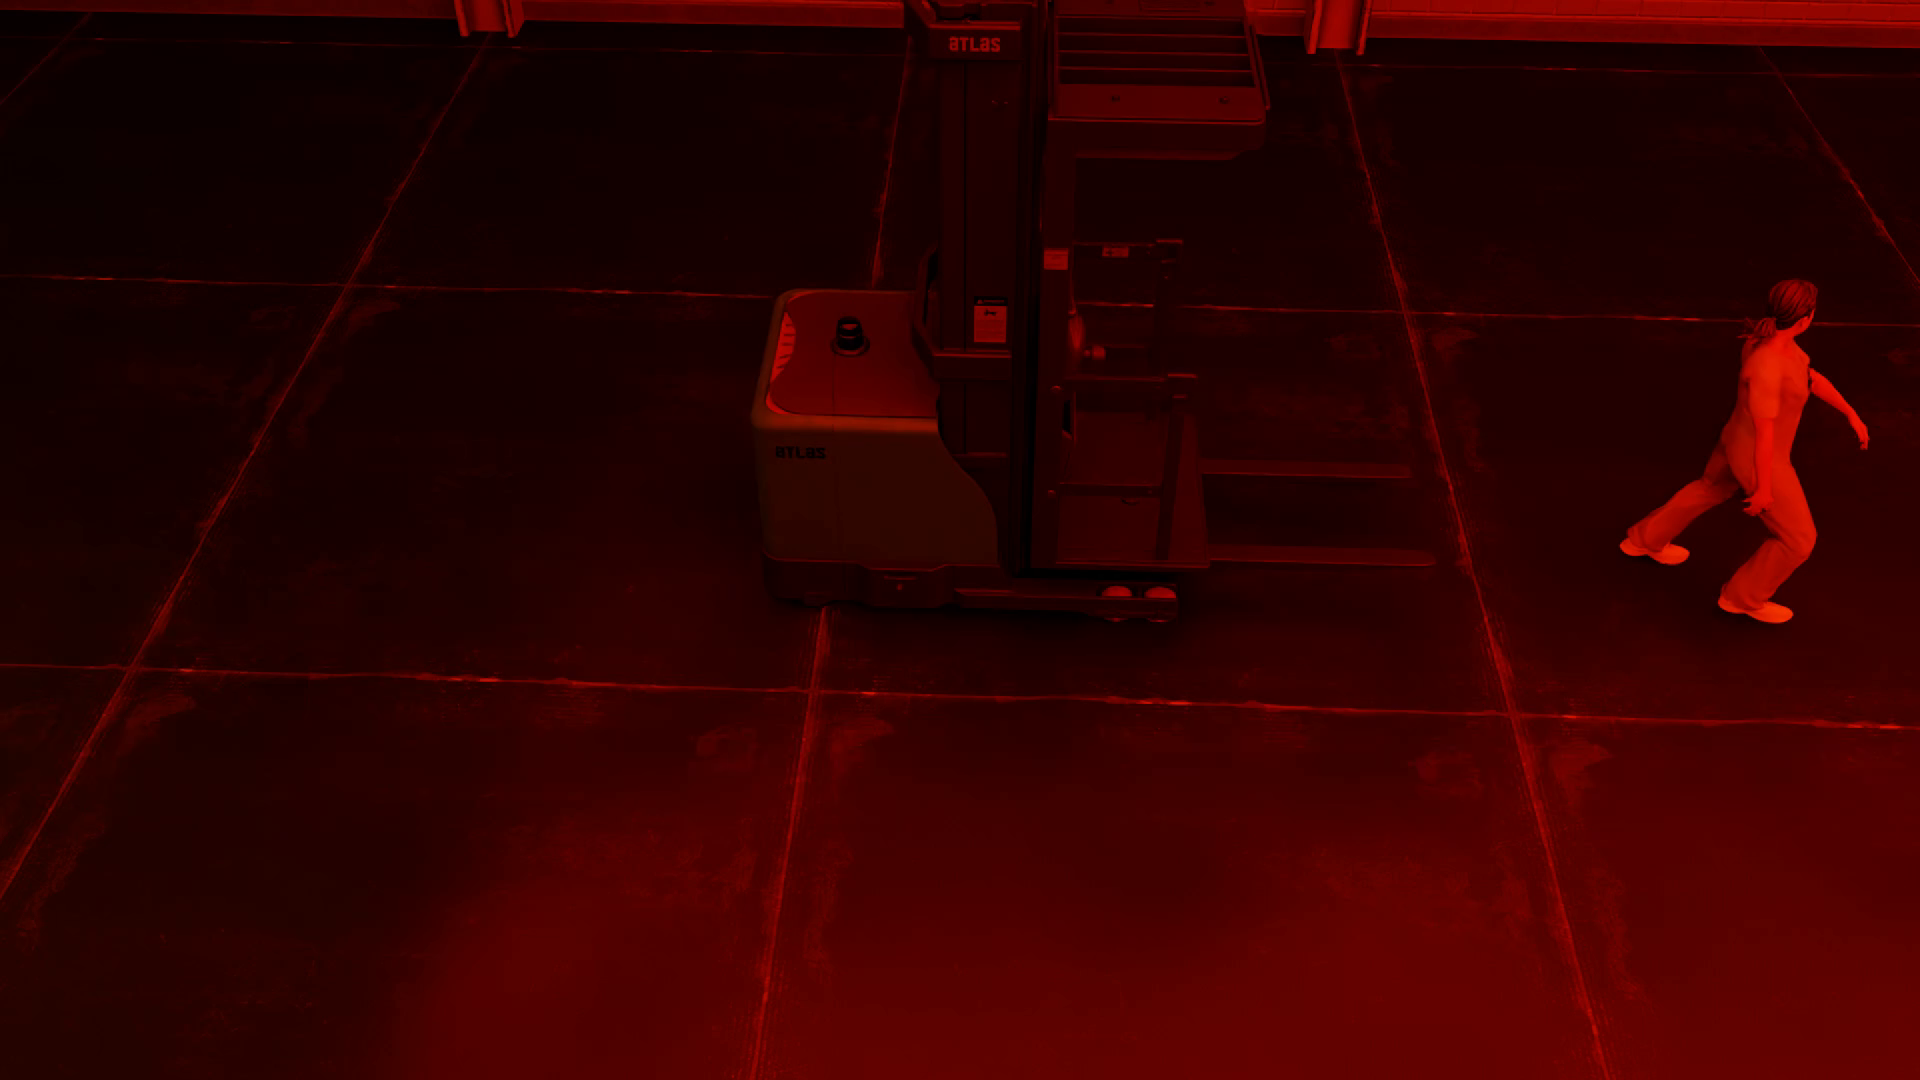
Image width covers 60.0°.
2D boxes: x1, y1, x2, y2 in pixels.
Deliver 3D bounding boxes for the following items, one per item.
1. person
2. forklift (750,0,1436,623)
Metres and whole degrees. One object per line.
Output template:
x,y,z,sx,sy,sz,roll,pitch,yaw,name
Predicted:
3.450,-0.352,7.128,0.775,1.590,0.603,8,43,9,person
0.639,-1.077,6.922,3.031,2.935,1.130,2,42,2,forklift
